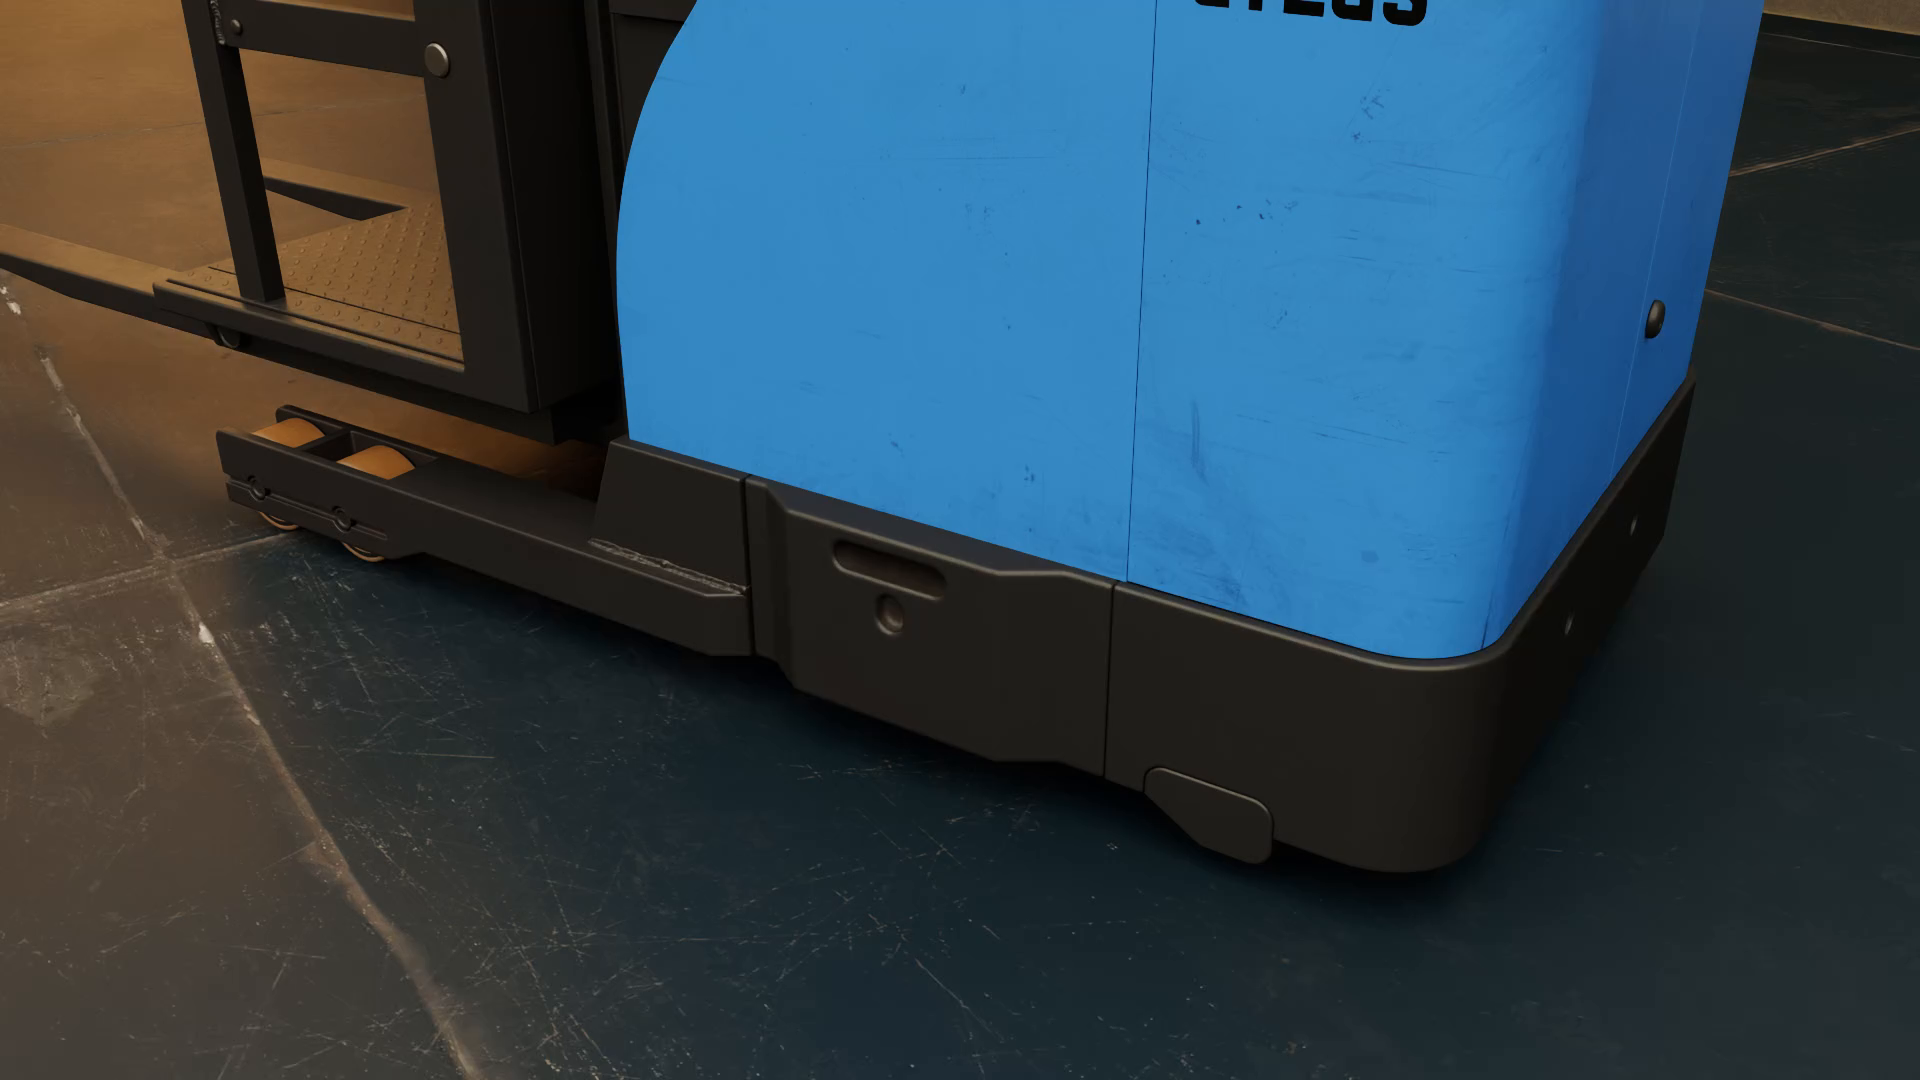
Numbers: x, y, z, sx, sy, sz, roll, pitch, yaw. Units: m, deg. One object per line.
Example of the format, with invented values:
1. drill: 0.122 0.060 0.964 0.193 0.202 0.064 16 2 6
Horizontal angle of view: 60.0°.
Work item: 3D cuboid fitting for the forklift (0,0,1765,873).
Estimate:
1. forklift: -0.511 -1.459 2.139 3.031 2.935 1.130 16 31 29
